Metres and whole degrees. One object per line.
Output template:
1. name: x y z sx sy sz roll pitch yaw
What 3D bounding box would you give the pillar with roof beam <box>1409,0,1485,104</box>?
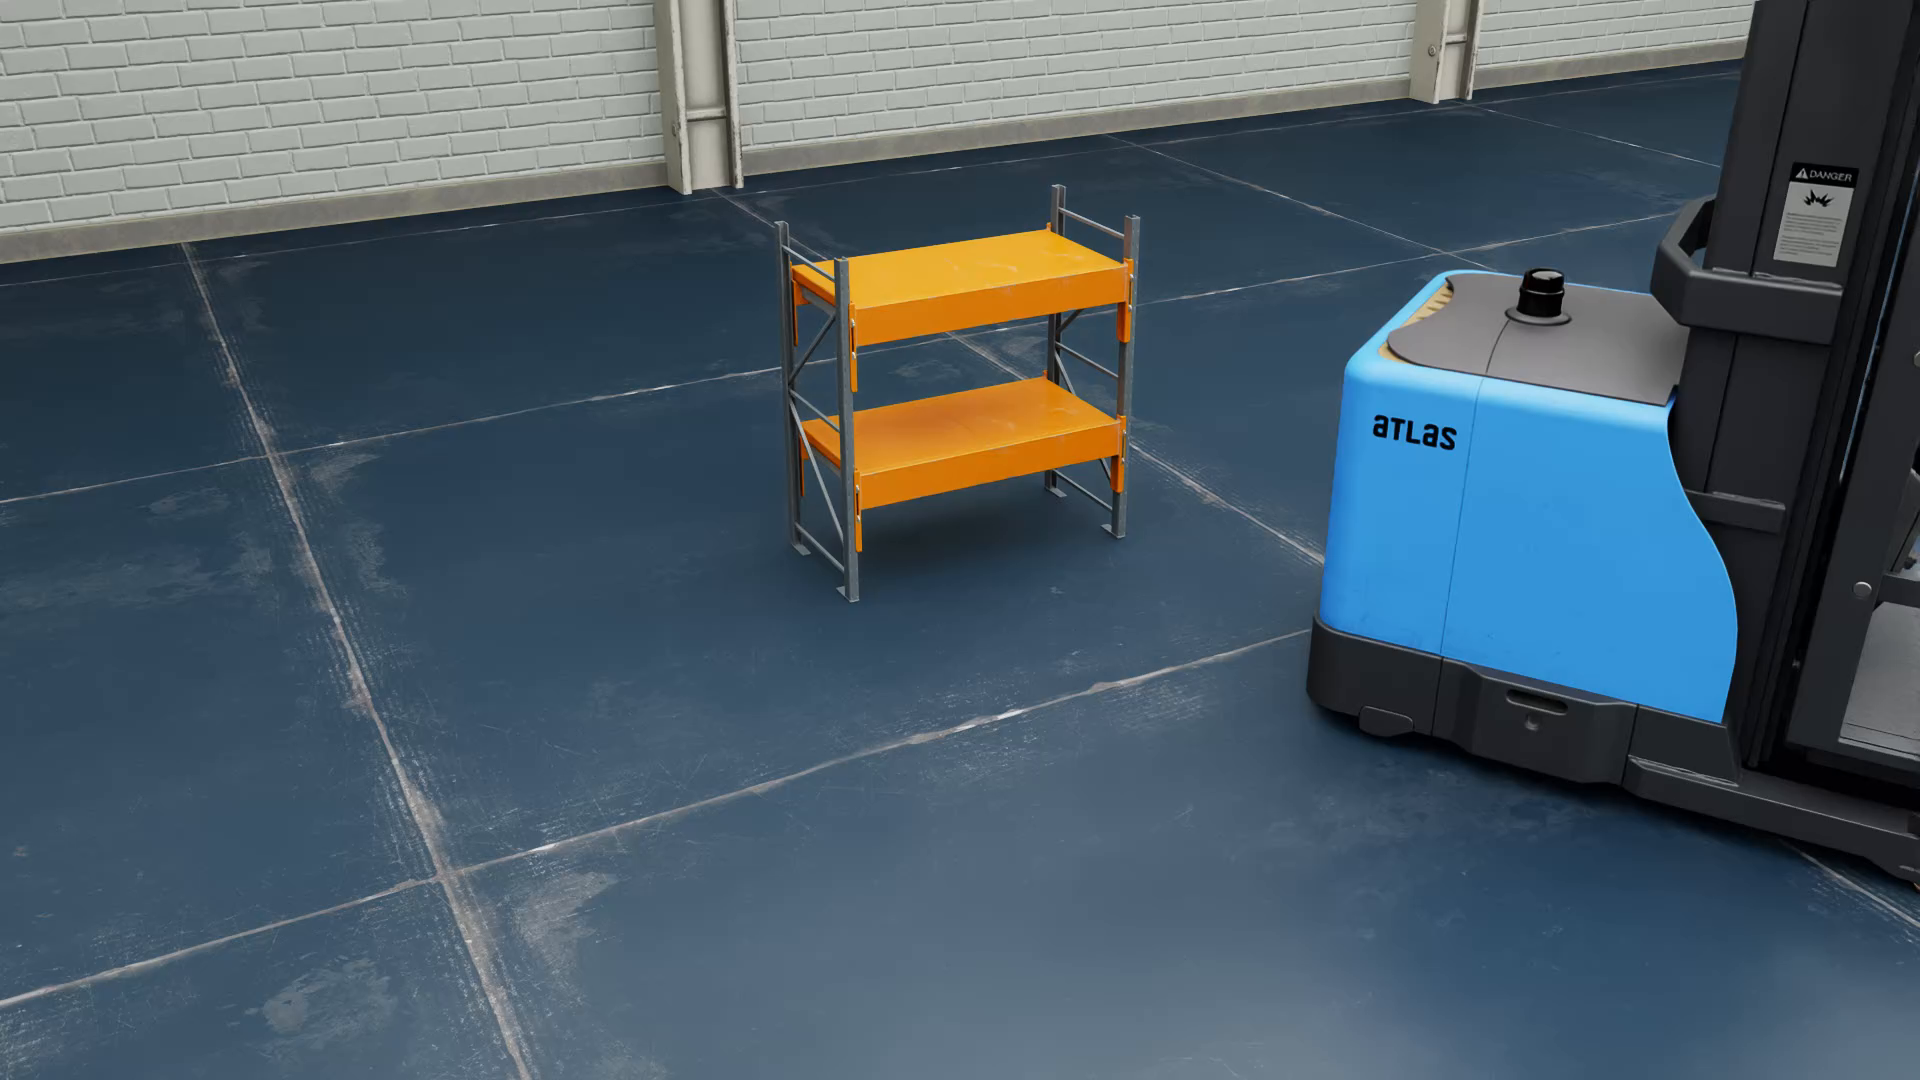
1. pillar with roof beam: 5.736 -5.838 7.512 0.400 9.000 9.100 -13 29 -25

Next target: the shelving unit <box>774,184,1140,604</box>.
1. shelving unit: -0.006 -0.506 5.504 1.048 1.125 0.538 -13 29 -25

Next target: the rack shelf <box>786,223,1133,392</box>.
1. rack shelf: -0.006 -0.770 5.377 1.000 0.278 0.538 -13 29 -25

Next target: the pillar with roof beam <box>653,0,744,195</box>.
1. pillar with roof beam: 0.442 -4.616 4.967 0.400 9.000 9.100 -13 29 -25

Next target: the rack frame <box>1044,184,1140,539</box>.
1. rack frame: 0.443 -0.609 5.719 0.032 1.125 0.500 -13 29 -25

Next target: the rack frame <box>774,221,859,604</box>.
1. rack frame: -0.455 -0.402 5.288 0.032 1.125 0.500 -13 29 -25

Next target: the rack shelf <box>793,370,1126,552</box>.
1. rack shelf: -0.006 -0.285 5.609 1.000 0.278 0.538 -13 29 -25

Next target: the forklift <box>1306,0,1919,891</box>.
1. forklift: 2.516 -0.685 3.791 3.031 2.935 1.130 14 29 26
